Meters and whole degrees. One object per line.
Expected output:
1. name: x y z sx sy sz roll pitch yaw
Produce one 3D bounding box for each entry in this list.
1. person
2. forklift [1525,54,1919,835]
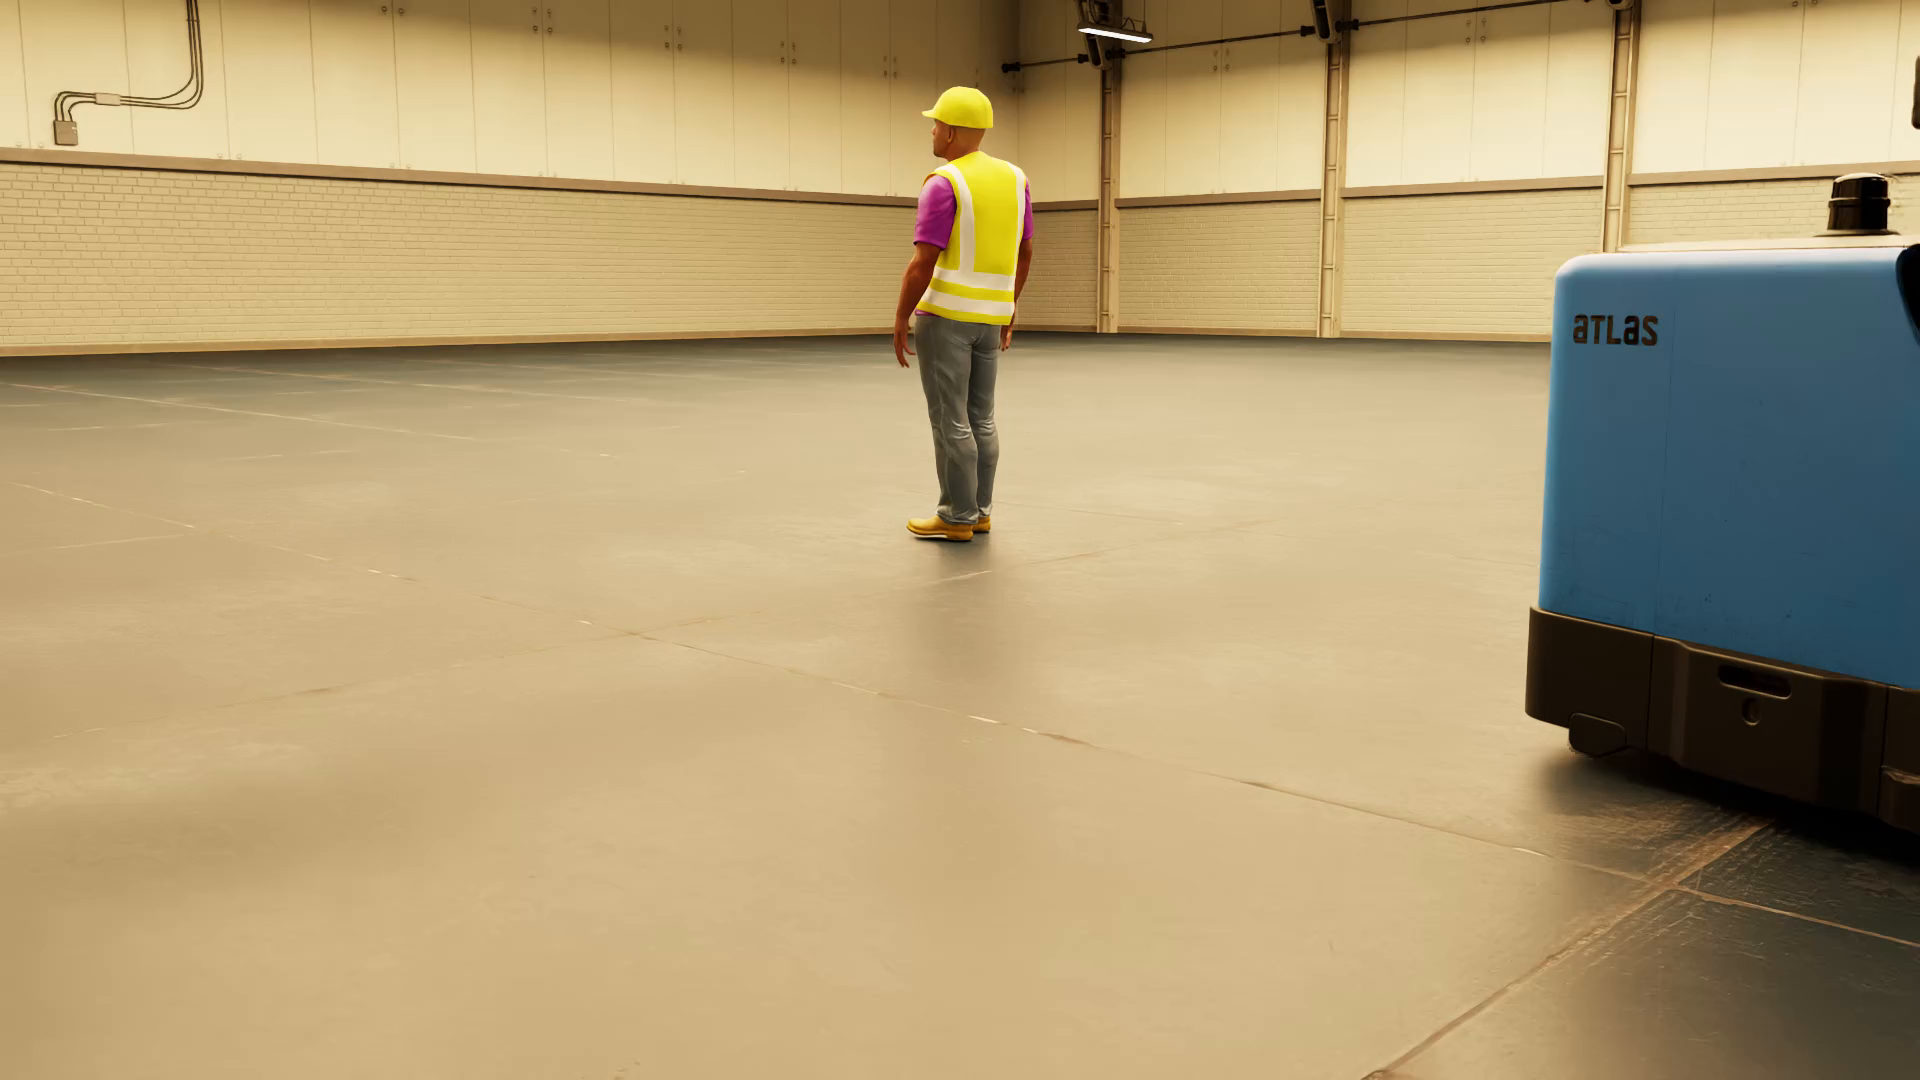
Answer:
1. person: -0.045 -0.888 6.637 0.577 1.764 0.665 8 12 43
2. forklift: 2.401 -0.838 2.436 1.130 2.935 3.031 -5 10 -28
